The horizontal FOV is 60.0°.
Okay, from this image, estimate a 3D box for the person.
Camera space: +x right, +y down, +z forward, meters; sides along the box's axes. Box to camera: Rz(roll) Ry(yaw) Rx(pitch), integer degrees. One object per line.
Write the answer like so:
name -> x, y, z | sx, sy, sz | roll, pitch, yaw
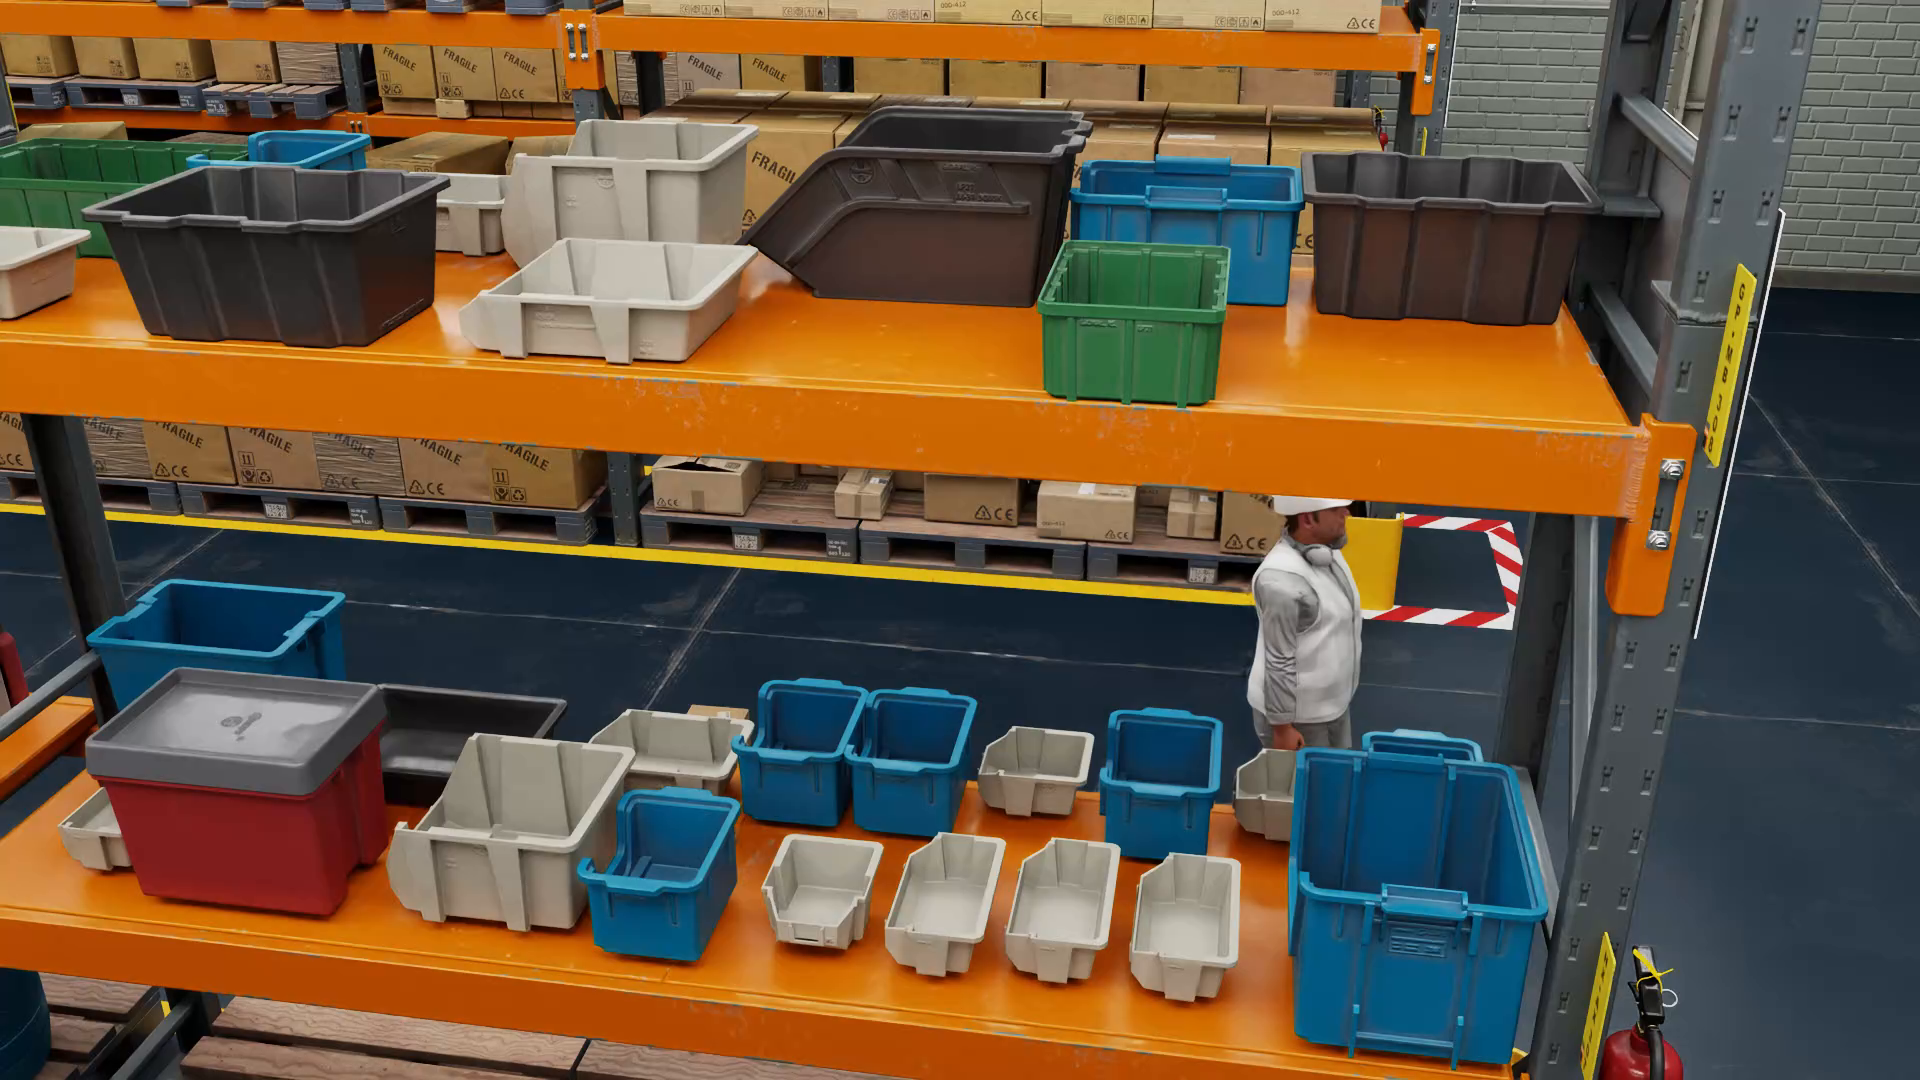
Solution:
person -> 1.169, 0.541, 5.847 | 0.645, 1.757, 0.543 | 13, 28, 26
